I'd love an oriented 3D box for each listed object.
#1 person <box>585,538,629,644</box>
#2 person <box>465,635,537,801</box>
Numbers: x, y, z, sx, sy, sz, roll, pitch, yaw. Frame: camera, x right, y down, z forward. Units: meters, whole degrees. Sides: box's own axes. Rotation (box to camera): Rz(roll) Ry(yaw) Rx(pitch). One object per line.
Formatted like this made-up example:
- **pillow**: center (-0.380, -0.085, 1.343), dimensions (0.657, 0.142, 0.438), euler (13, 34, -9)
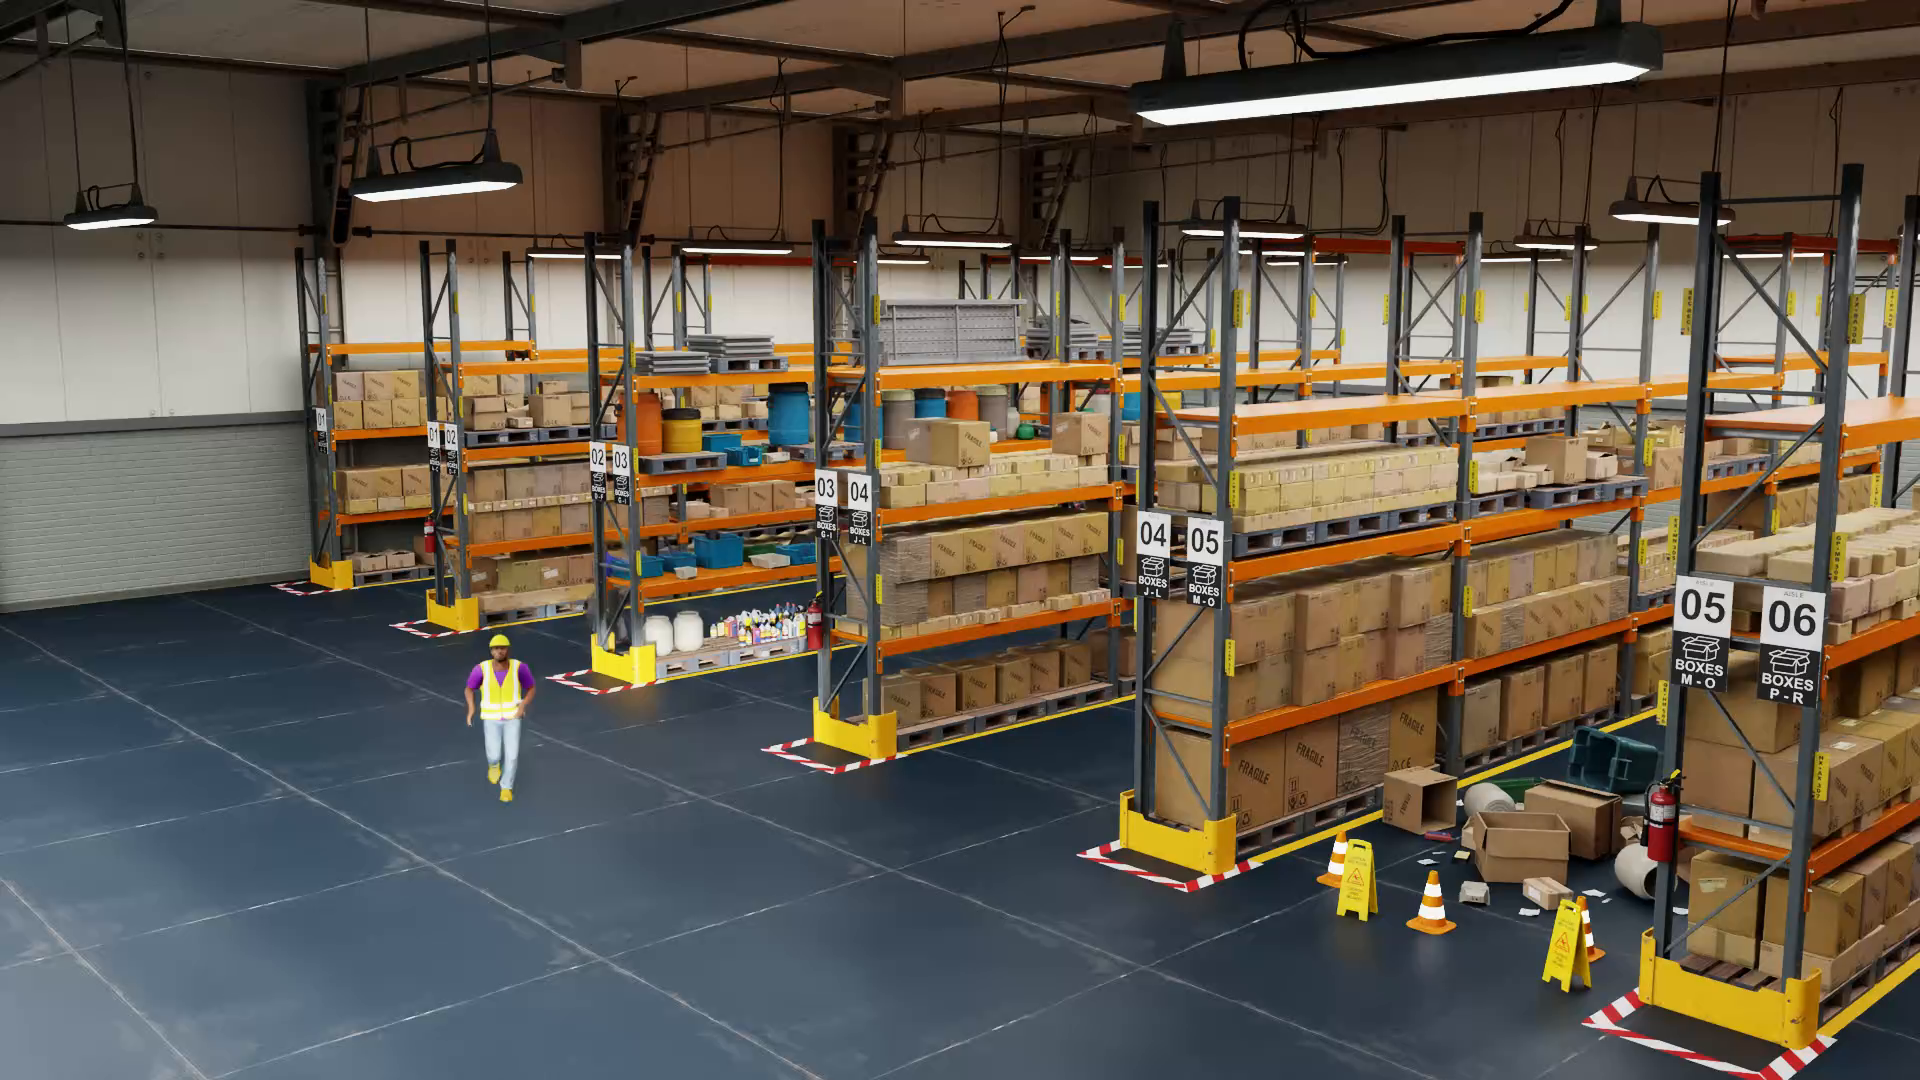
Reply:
- **person**: center (-5.206, 0.792, 24.384), dimensions (0.532, 1.682, 0.778), euler (6, 10, 33)
- **person**: center (-4.716, 1.824, 17.133), dimensions (0.711, 1.724, 0.583), euler (-2, 9, -15)
